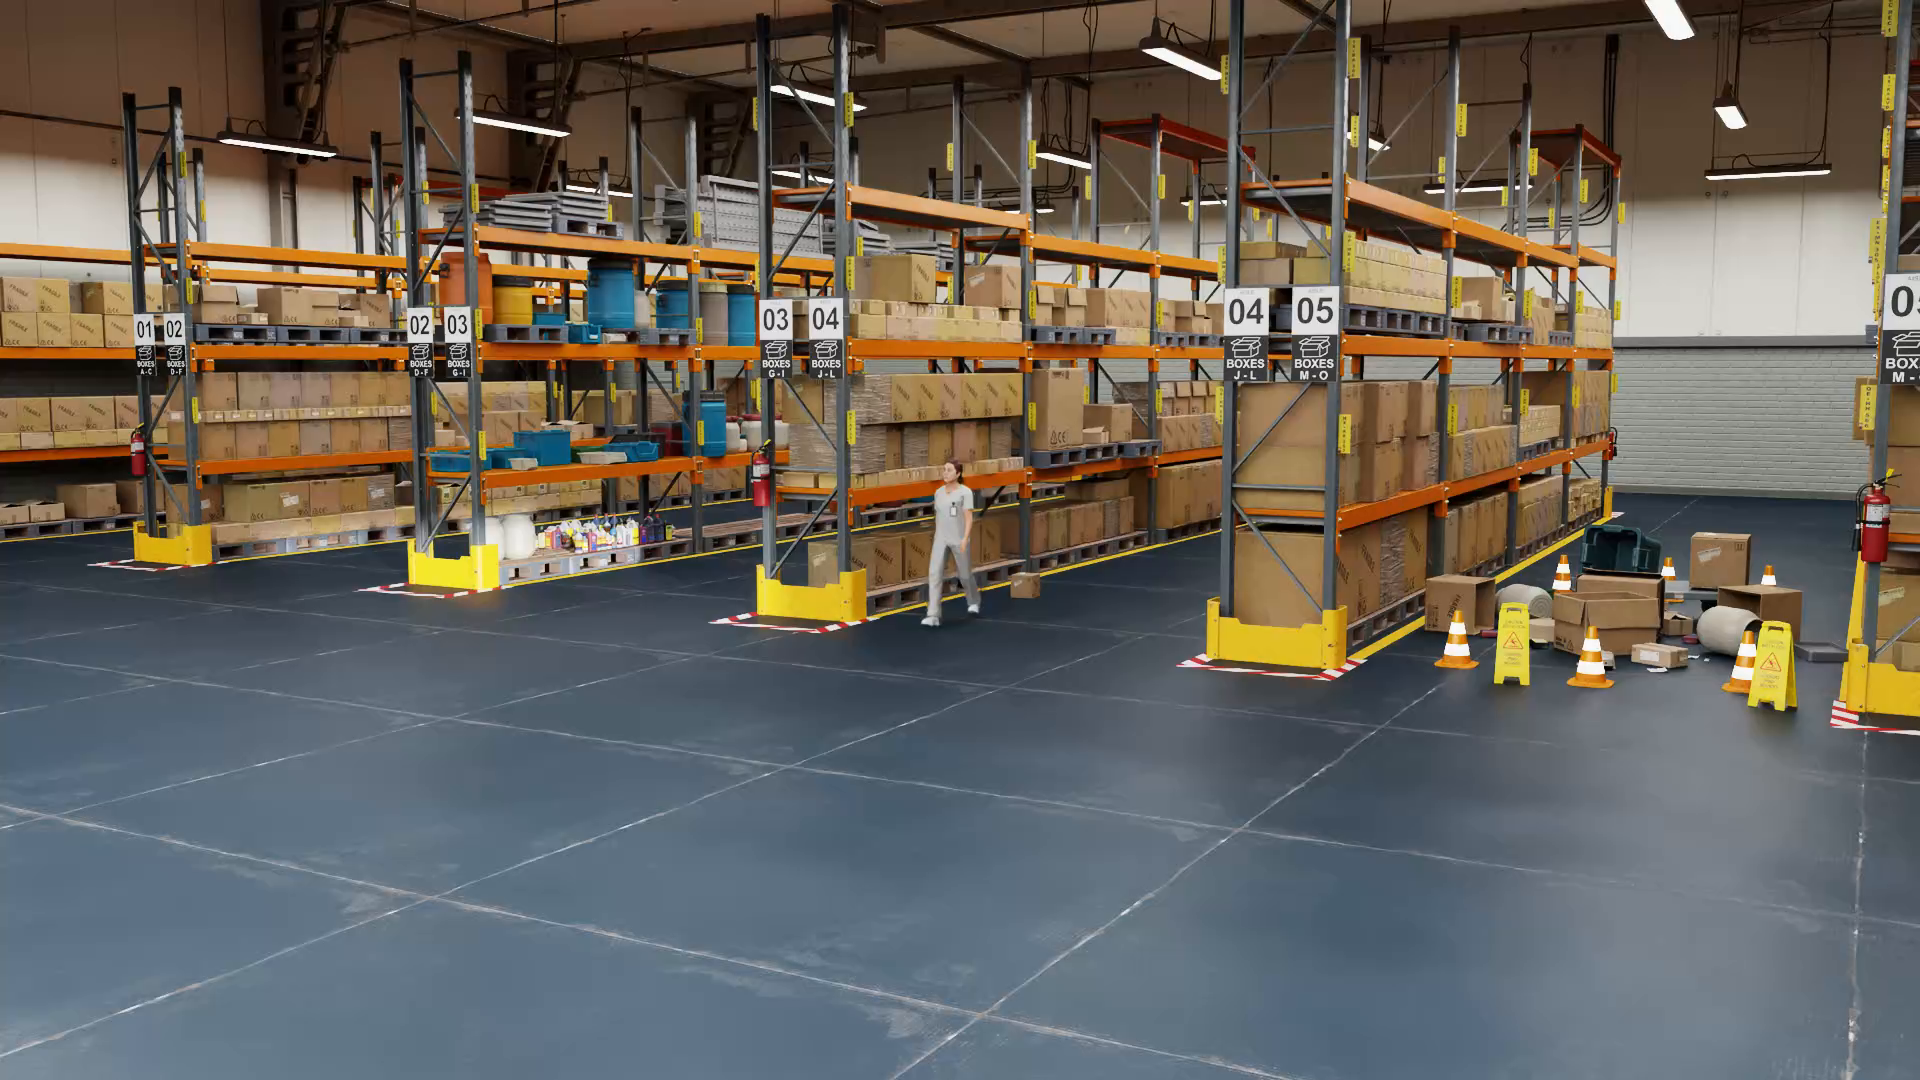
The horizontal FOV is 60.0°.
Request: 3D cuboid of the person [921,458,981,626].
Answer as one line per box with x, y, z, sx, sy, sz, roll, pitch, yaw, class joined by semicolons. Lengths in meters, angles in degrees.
-0.068;0.007;16.299;0.450;1.613;1.051;2;6;20;person
